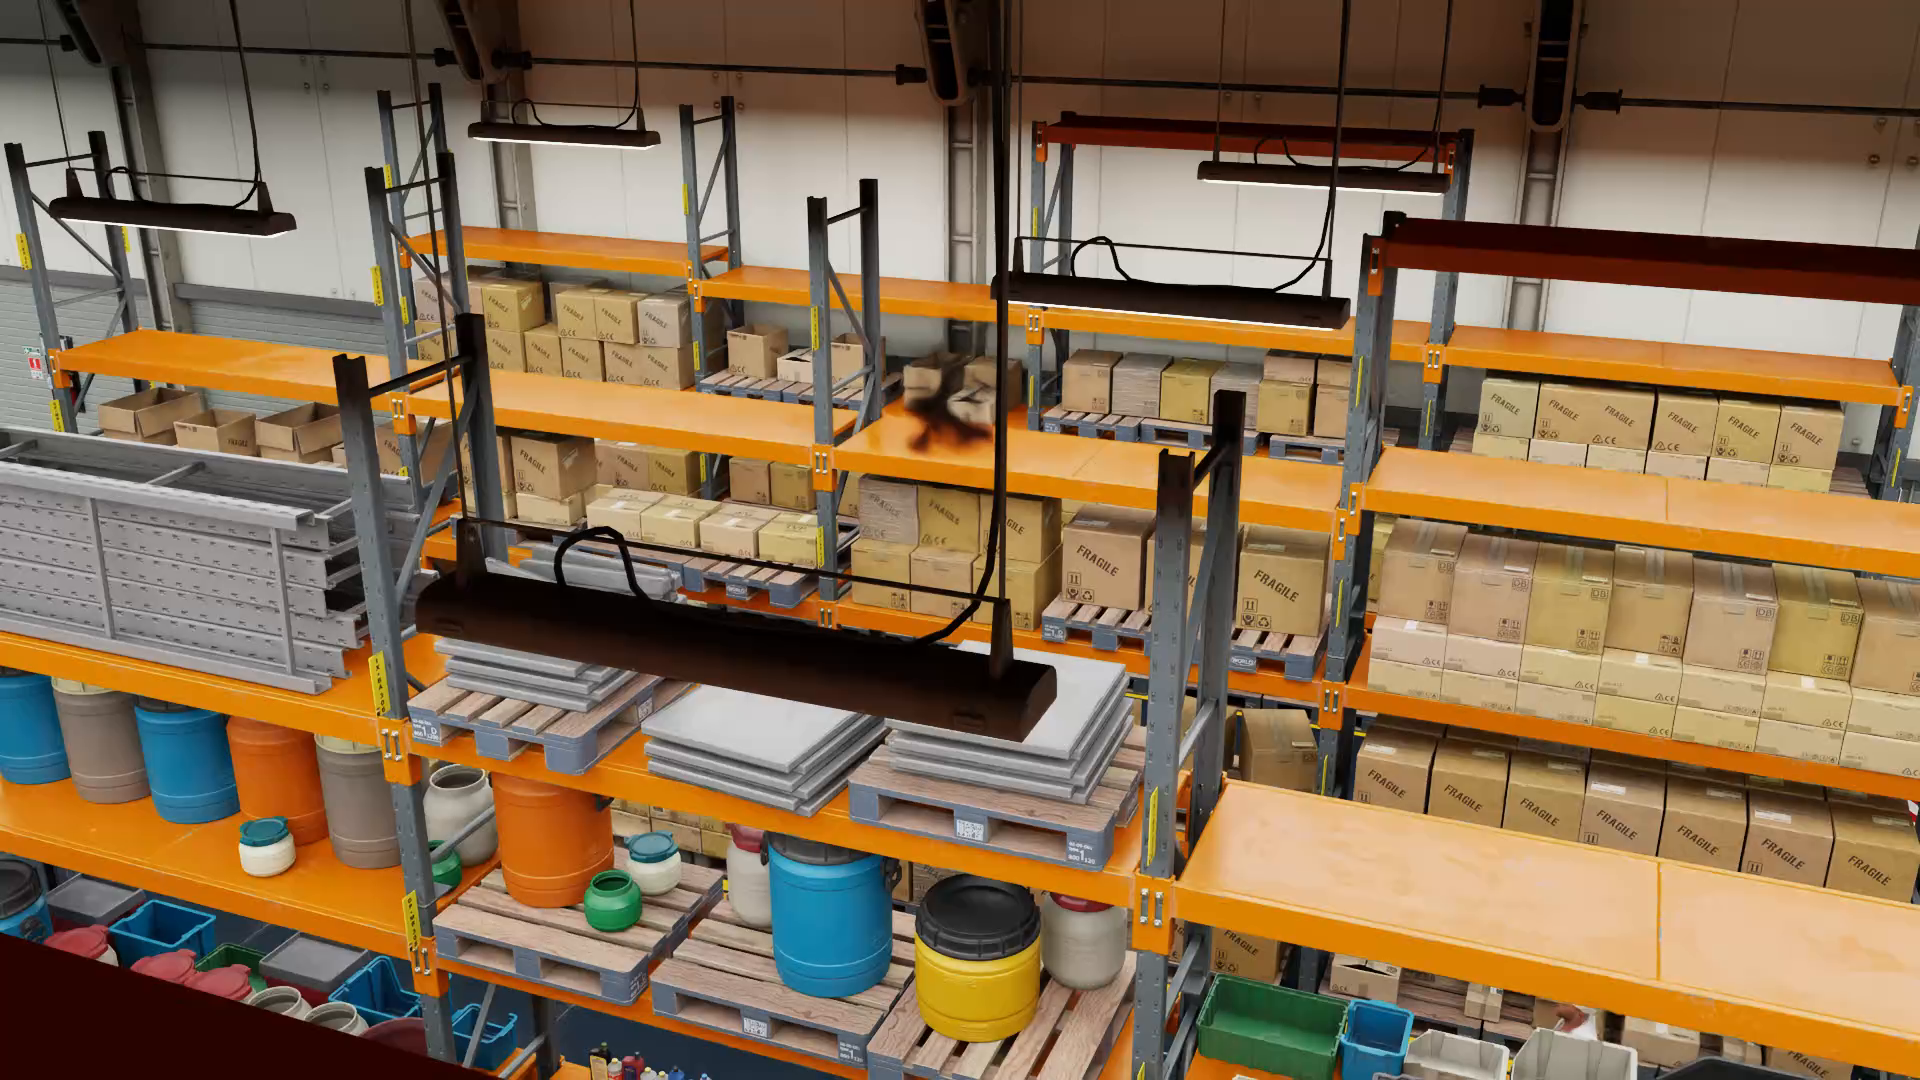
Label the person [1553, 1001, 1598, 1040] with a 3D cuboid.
[{"bbox_3d":[3.909,3.566,10.579,0.605,1.754,0.669,5,21,14],"label":"person"}]
